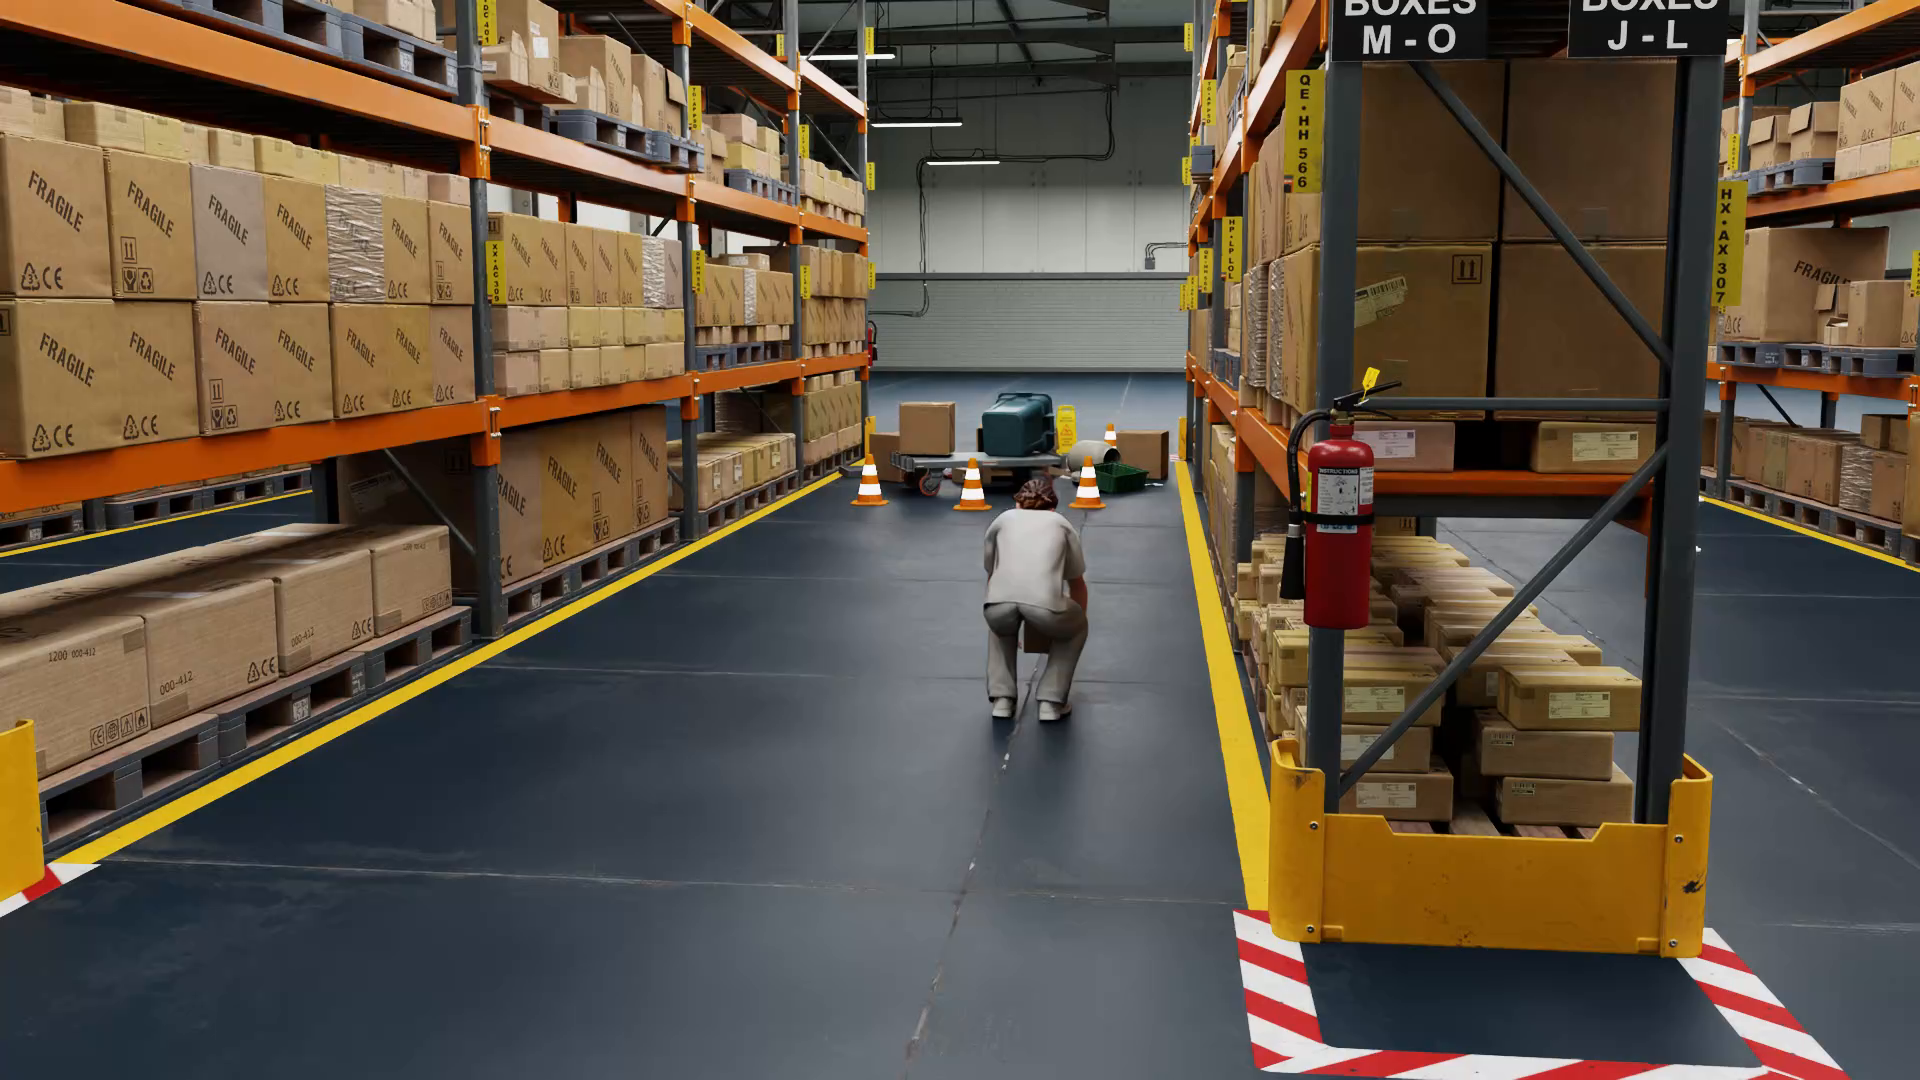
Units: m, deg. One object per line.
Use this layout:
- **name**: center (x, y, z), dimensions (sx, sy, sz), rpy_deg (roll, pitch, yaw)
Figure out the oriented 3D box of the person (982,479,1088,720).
- **person**: center (0.310, 0.257, 7.403), dimensions (0.486, 1.009, 0.781), rpy_deg (2, 8, 15)
